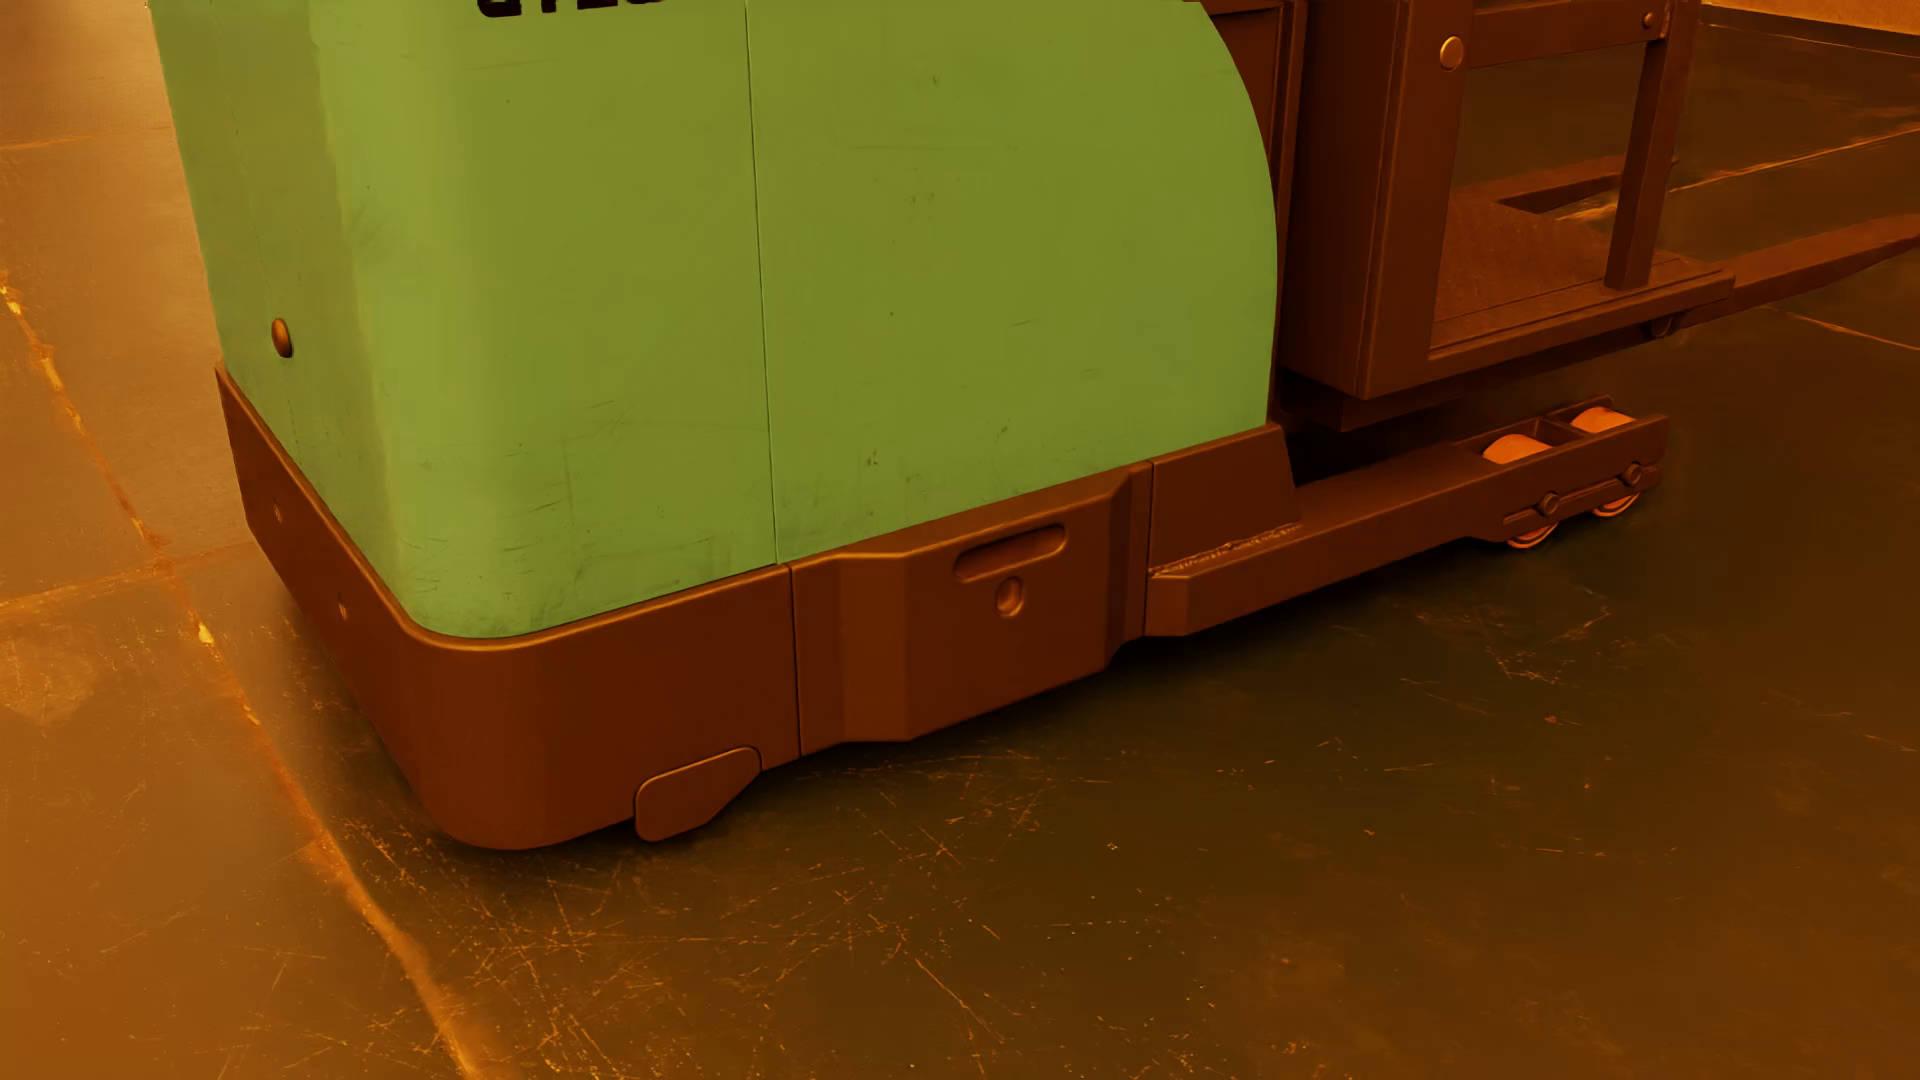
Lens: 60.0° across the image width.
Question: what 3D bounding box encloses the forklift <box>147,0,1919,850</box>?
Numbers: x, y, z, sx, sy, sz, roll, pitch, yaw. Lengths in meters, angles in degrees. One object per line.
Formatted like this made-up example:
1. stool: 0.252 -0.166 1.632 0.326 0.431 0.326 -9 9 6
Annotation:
1. forklift: 0.482 -1.479 2.179 3.031 2.935 1.130 -16 31 -29
